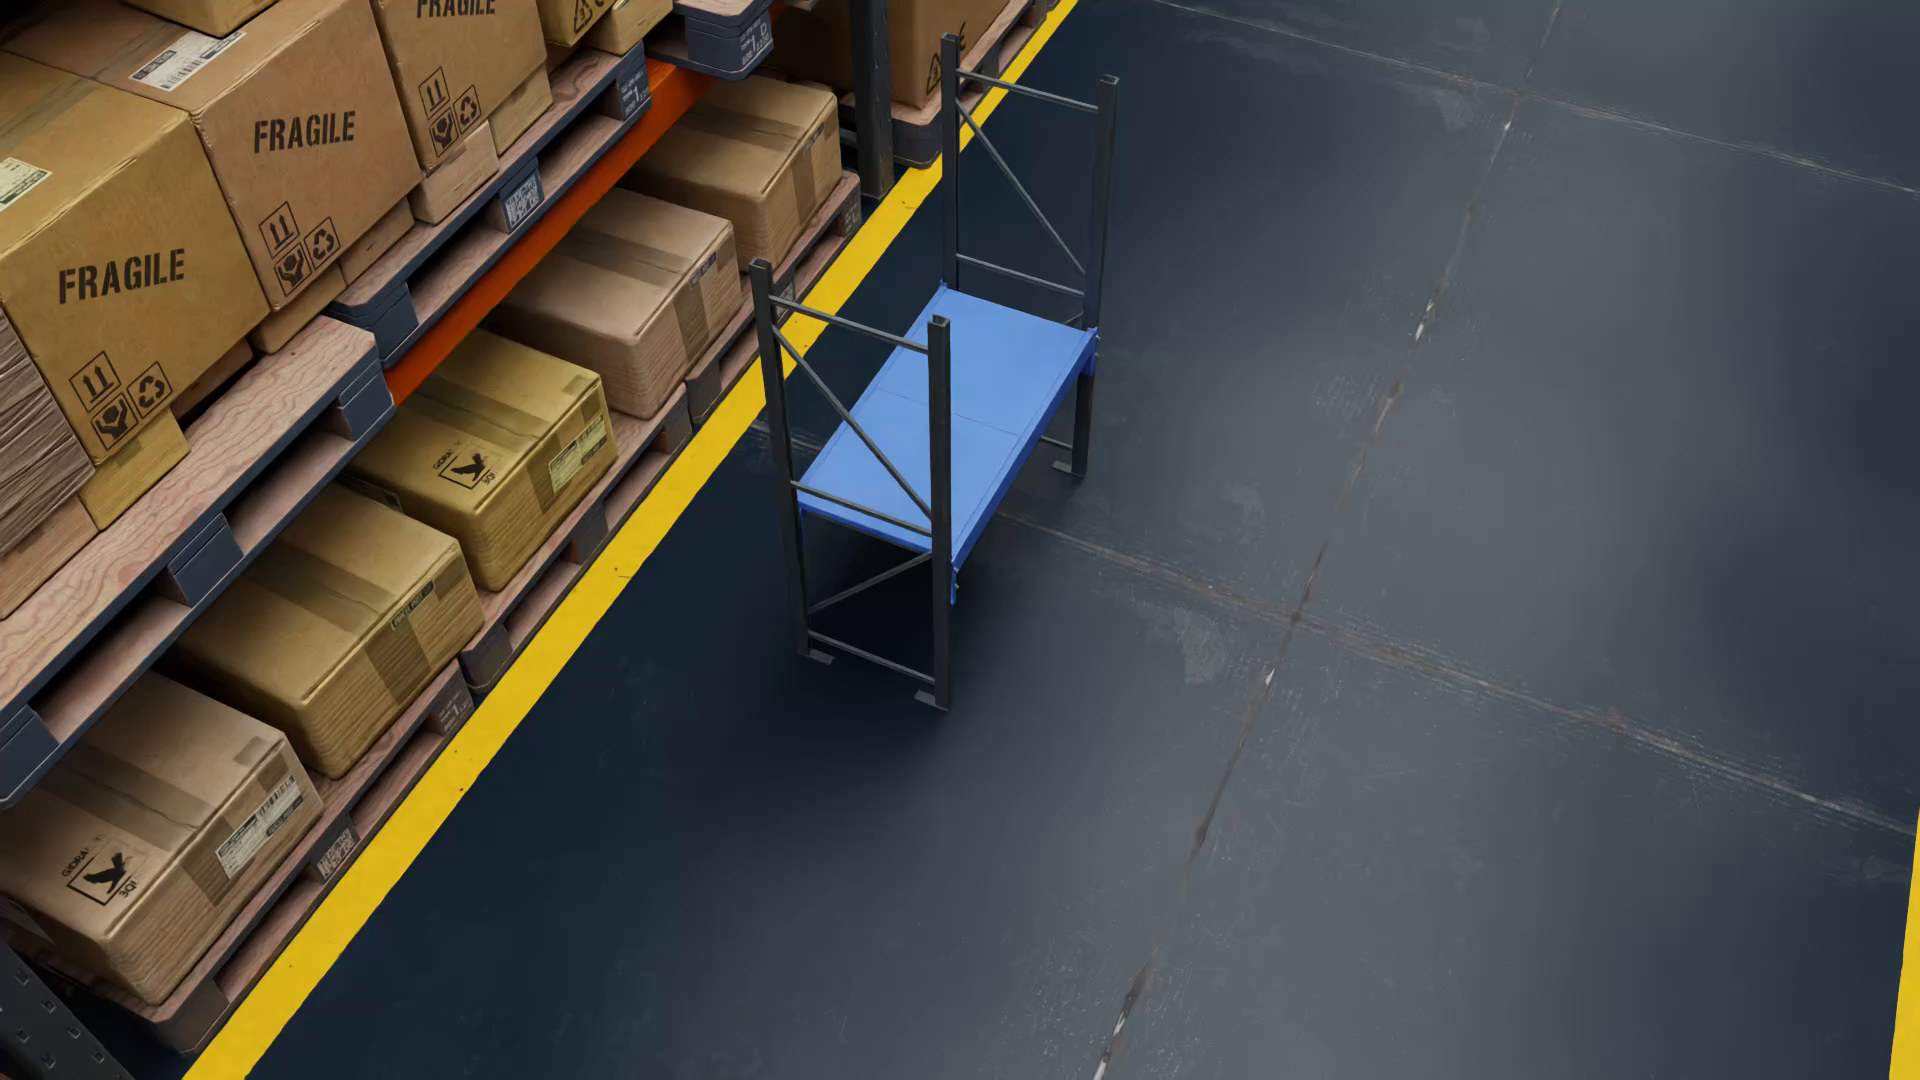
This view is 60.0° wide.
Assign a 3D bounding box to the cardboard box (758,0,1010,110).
[{"bbox_3d":[-0.360,-2.360,6.408,0.875,0.875,0.875,19,52,16],"label":"cardboard box"}]

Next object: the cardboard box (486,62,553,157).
[{"bbox_3d":[-1.248,-1.123,4.125,0.380,0.149,0.250,18,52,15],"label":"cardboard box"}]

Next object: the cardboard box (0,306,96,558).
[{"bbox_3d":[-1.980,-0.203,2.917,0.500,0.500,0.500,21,53,17],"label":"cardboard box"}]

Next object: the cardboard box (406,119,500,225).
[{"bbox_3d":[-1.336,-0.930,3.961,0.380,0.149,0.250,22,53,17],"label":"cardboard box"}]

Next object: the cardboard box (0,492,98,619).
[{"bbox_3d":[-1.918,-0.042,3.205,0.380,0.149,0.250,21,53,17],"label":"cardboard box"}]

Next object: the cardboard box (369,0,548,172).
[{"bbox_3d":[-1.333,-1.242,3.800,0.500,0.500,0.500,18,52,15],"label":"cardboard box"}]

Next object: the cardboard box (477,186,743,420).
[{"bbox_3d":[-1.289,-0.851,5.455,0.950,0.372,0.625,19,52,15],"label":"cardboard box"}]

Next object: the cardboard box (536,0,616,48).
[{"bbox_3d":[-1.099,-1.617,4.120,0.500,0.500,0.500,17,52,14],"label":"cardboard box"}]

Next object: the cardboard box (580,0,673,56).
[{"bbox_3d":[-0.994,-1.455,4.408,0.380,0.149,0.250,21,53,17],"label":"cardboard box"}]

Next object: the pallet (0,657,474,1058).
[{"bbox_3d":[-2.108,0.658,4.552,1.003,0.211,1.213,20,52,16],"label":"pallet"}]

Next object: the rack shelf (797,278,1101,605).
[{"bbox_3d":[-0.036,-0.311,4.766,0.538,0.185,1.000,20,52,16],"label":"rack shelf"}]

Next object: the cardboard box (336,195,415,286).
[{"bbox_3d":[-1.496,-0.764,3.820,0.380,0.149,0.250,20,53,16],"label":"cardboard box"}]

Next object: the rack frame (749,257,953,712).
[{"bbox_3d":[-0.254,-0.077,4.331,0.500,1.500,0.032,20,52,16],"label":"rack frame"}]

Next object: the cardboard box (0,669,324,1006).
[{"bbox_3d":[-2.218,0.644,4.182,0.950,0.372,0.625,20,53,17],"label":"cardboard box"}]

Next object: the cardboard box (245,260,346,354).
[{"bbox_3d":[-1.603,-0.594,3.675,0.380,0.149,0.250,21,53,17],"label":"cardboard box"}]

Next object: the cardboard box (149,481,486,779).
[{"bbox_3d":[-1.913,0.148,4.604,0.950,0.372,0.625,23,53,18],"label":"cardboard box"}]

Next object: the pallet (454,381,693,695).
[{"bbox_3d":[-1.588,-0.185,5.269,1.003,0.211,1.213,20,52,16],"label":"pallet"}]

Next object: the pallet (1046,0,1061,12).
[{"bbox_3d":[0.197,-2.915,7.592,1.003,0.211,1.213,20,52,16],"label":"pallet"}]

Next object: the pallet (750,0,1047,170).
[{"bbox_3d":[-0.326,-2.078,6.880,1.003,0.211,1.213,20,52,16],"label":"pallet"}]

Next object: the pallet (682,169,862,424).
[{"bbox_3d":[-1.066,-1.022,5.981,1.003,0.211,1.213,20,52,16],"label":"pallet"}]

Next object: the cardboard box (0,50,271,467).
[{"bbox_3d":[-1.766,-0.549,3.211,0.500,0.500,0.500,20,52,16],"label":"cardboard box"}]

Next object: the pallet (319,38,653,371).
[{"bbox_3d":[-1.539,-1.025,4.278,1.003,0.211,1.213,20,52,16],"label":"pallet"}]

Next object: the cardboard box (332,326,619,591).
[{"bbox_3d":[-1.618,-0.331,5.012,0.950,0.372,0.625,21,53,17],"label":"cardboard box"}]

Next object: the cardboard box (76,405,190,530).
[{"bbox_3d":[-1.803,-0.211,3.349,0.380,0.149,0.250,21,53,17],"label":"cardboard box"}]

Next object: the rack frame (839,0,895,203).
[{"bbox_3d":[-0.730,-2.463,5.377,1.000,3.000,0.127,20,52,16],"label":"rack frame"}]

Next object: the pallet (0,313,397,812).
[{"bbox_3d":[-1.981,-0.126,3.514,1.003,0.211,1.213,20,52,16],"label":"pallet"}]

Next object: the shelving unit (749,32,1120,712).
[{"bbox_3d":[-0.036,-0.427,4.629,0.538,1.500,1.048,20,52,16],"label":"shelving unit"}]

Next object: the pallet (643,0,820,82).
[{"bbox_3d":[-0.939,-1.876,5.003,1.213,0.211,1.003,20,52,16],"label":"pallet"}]

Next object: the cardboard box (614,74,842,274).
[{"bbox_3d":[-0.981,-1.362,5.889,0.950,0.372,0.625,17,52,14],"label":"cardboard box"}]

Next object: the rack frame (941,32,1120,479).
[{"bbox_3d":[0.181,-0.777,4.927,0.500,1.500,0.032,20,52,16],"label":"rack frame"}]

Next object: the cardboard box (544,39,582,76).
[{"bbox_3d":[-1.215,-1.323,4.295,0.380,0.149,0.250,20,53,16],"label":"cardboard box"}]

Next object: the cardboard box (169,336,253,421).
[{"bbox_3d":[-1.751,-0.431,3.536,0.380,0.149,0.250,23,53,18],"label":"cardboard box"}]

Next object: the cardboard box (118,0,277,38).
[{"bbox_3d":[-1.548,-1.175,3.317,0.380,0.149,0.250,23,53,18],"label":"cardboard box"}]

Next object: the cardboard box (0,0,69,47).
[{"bbox_3d":[-2.013,-1.062,3.647,0.500,0.500,0.500,21,53,17],"label":"cardboard box"}]

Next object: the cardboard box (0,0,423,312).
[{"bbox_3d":[-1.543,-0.885,3.496,0.500,0.500,0.500,20,52,16],"label":"cardboard box"}]
